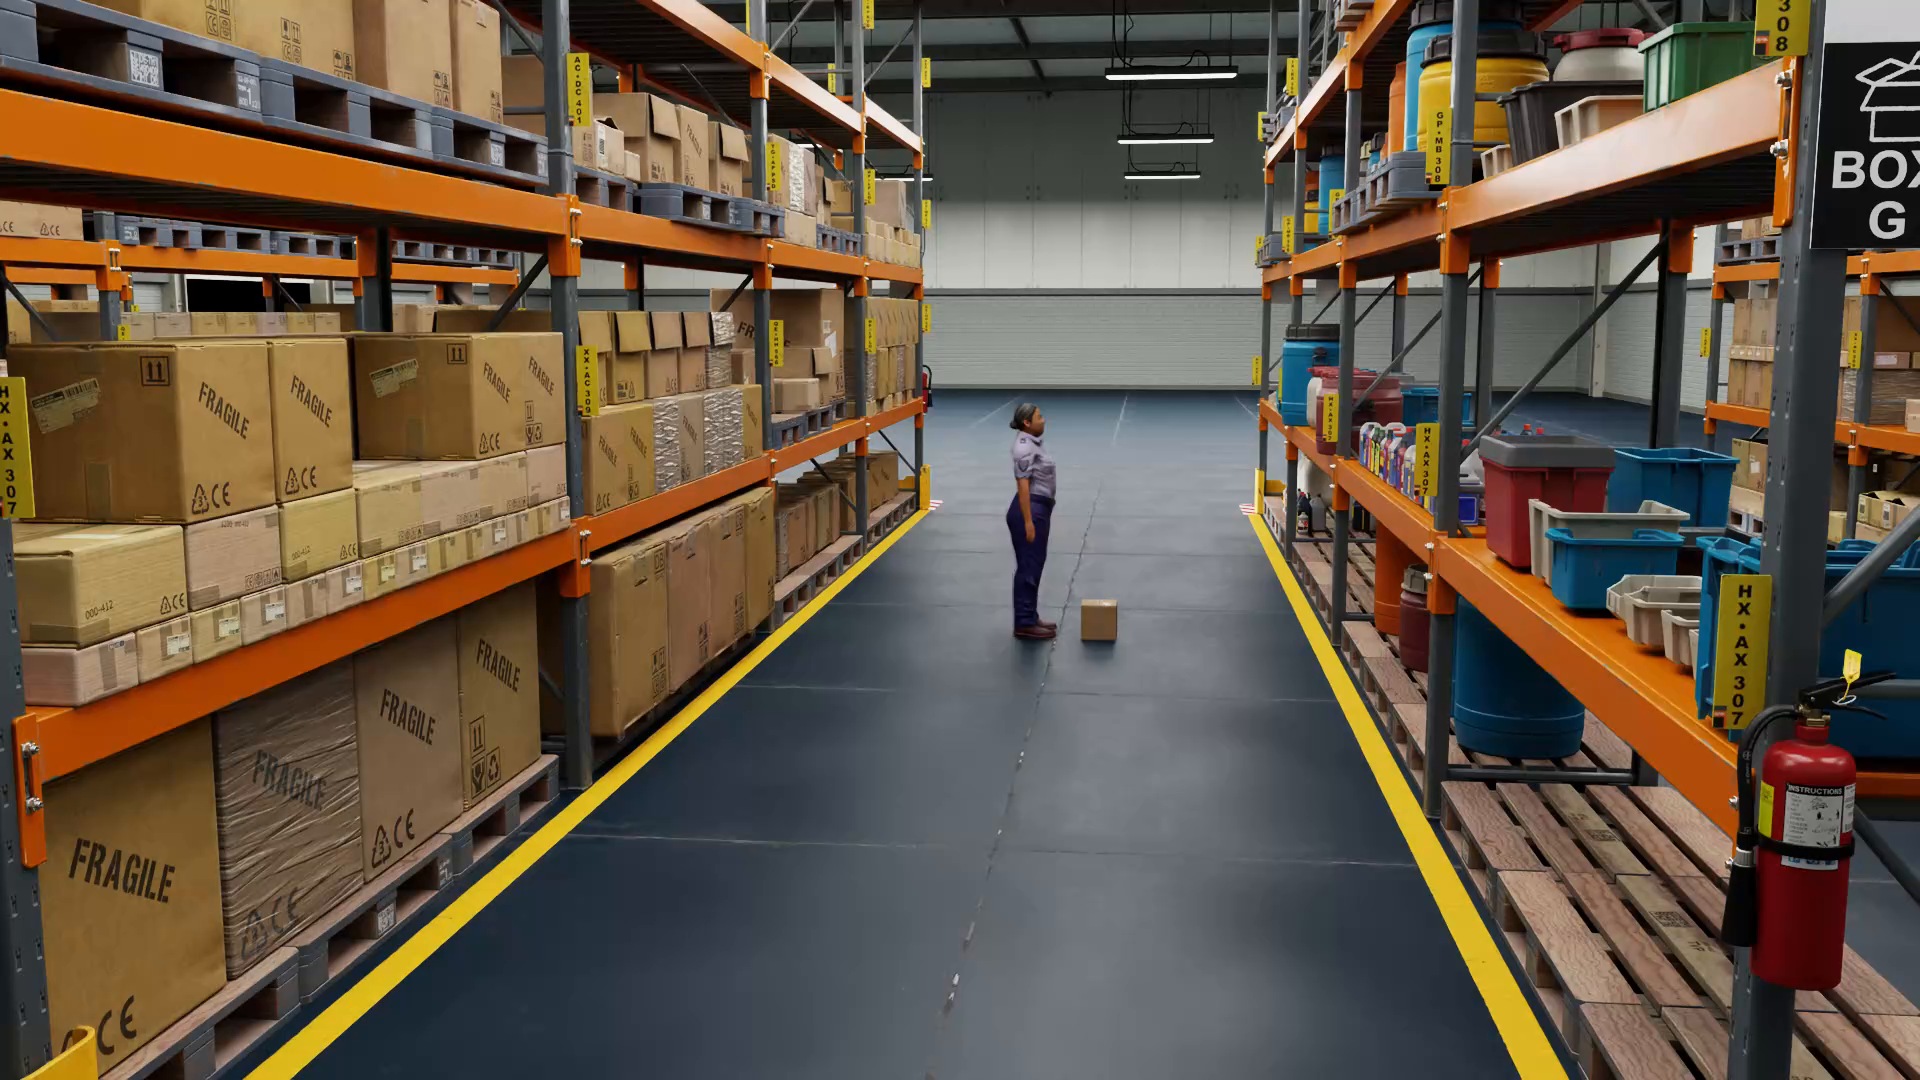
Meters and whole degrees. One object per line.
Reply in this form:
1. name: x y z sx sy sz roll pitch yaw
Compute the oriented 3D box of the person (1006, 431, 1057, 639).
1. person: 0.519 -0.050 11.825 0.359 1.450 0.470 1 8 7
